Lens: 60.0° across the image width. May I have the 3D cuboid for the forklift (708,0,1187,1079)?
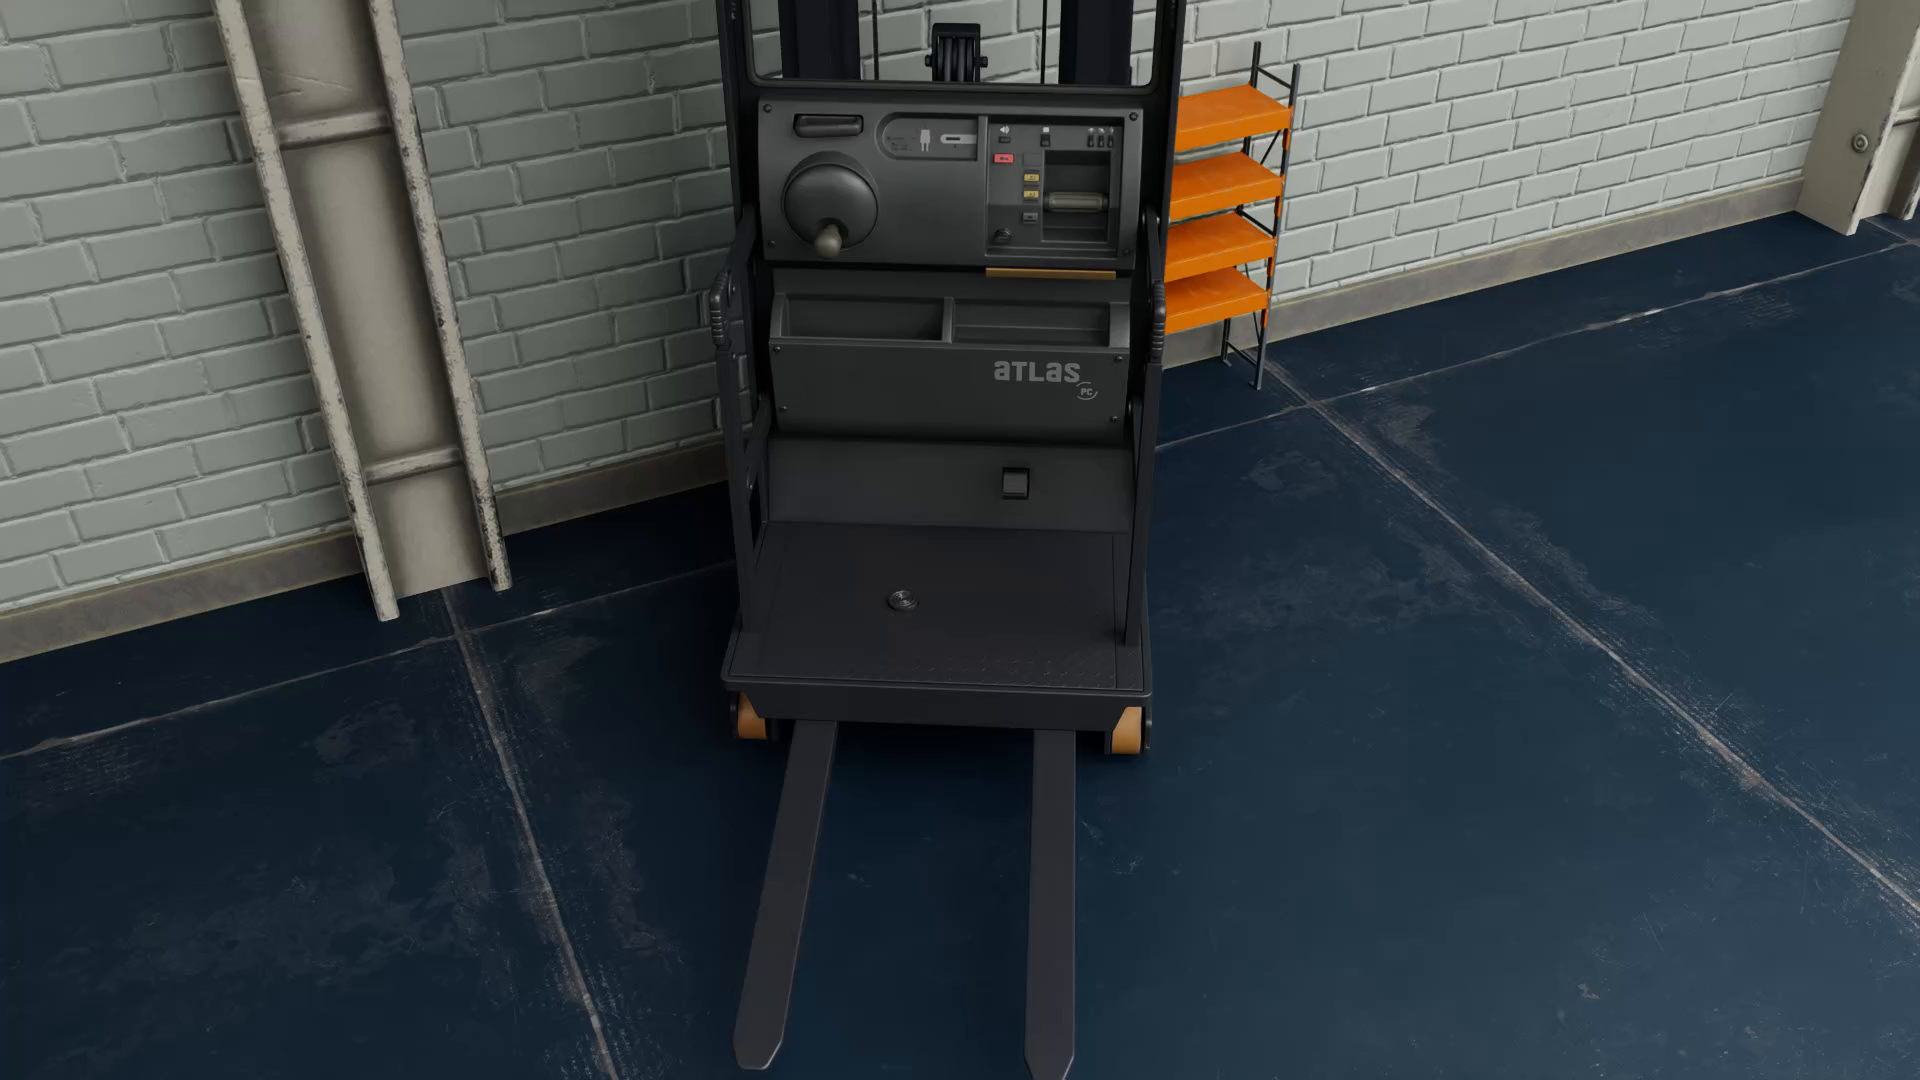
[{"bbox_3d":[-0.036,-0.803,3.872,1.130,2.935,3.031,2,37,3],"label":"forklift"}]

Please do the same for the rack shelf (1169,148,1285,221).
[{"bbox_3d":[0.802,-1.147,5.526,0.480,0.148,0.258,-16,40,-21],"label":"rack shelf"}]

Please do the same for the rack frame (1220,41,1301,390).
[{"bbox_3d":[1.021,-1.085,5.706,0.015,1.200,0.240,-16,40,-21],"label":"rack frame"}]

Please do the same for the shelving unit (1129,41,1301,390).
[{"bbox_3d":[0.801,-1.021,5.619,0.503,1.200,0.258,-16,40,-21],"label":"shelving unit"}]

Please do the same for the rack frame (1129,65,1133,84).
[{"bbox_3d":[0.582,-0.957,5.533,0.015,1.200,0.240,-16,40,-21],"label":"rack frame"}]

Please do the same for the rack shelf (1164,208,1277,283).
[{"bbox_3d":[0.802,-0.967,5.660,0.480,0.148,0.258,-16,40,-21],"label":"rack shelf"}]

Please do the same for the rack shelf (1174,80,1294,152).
[{"bbox_3d":[0.802,-1.337,5.385,0.480,0.148,0.258,-16,40,-21],"label":"rack shelf"}]

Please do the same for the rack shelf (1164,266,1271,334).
[{"bbox_3d":[0.801,-0.808,5.778,0.480,0.148,0.258,-16,40,-21],"label":"rack shelf"}]

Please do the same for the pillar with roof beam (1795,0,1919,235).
[{"bbox_3d":[5.657,-2.701,1.338,0.400,9.000,9.100,-16,39,-20],"label":"pillar with roof beam"}]
